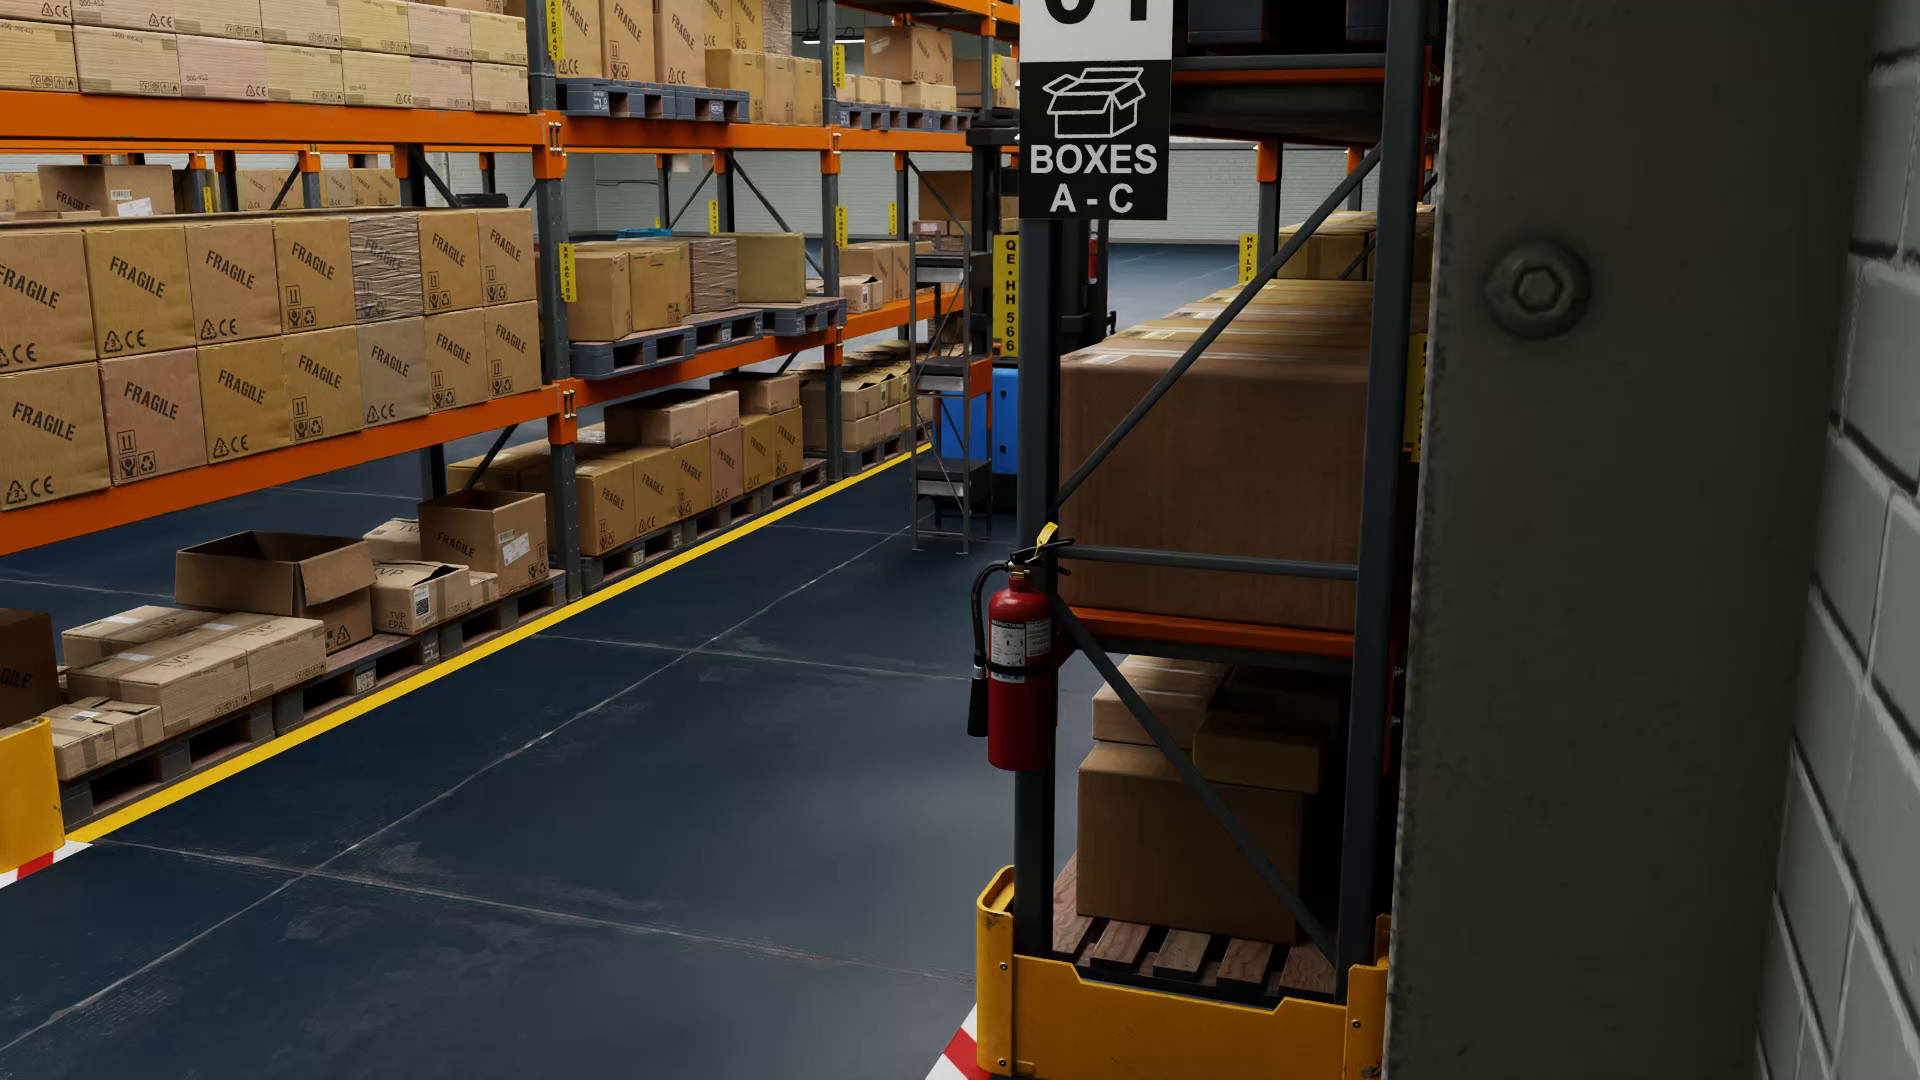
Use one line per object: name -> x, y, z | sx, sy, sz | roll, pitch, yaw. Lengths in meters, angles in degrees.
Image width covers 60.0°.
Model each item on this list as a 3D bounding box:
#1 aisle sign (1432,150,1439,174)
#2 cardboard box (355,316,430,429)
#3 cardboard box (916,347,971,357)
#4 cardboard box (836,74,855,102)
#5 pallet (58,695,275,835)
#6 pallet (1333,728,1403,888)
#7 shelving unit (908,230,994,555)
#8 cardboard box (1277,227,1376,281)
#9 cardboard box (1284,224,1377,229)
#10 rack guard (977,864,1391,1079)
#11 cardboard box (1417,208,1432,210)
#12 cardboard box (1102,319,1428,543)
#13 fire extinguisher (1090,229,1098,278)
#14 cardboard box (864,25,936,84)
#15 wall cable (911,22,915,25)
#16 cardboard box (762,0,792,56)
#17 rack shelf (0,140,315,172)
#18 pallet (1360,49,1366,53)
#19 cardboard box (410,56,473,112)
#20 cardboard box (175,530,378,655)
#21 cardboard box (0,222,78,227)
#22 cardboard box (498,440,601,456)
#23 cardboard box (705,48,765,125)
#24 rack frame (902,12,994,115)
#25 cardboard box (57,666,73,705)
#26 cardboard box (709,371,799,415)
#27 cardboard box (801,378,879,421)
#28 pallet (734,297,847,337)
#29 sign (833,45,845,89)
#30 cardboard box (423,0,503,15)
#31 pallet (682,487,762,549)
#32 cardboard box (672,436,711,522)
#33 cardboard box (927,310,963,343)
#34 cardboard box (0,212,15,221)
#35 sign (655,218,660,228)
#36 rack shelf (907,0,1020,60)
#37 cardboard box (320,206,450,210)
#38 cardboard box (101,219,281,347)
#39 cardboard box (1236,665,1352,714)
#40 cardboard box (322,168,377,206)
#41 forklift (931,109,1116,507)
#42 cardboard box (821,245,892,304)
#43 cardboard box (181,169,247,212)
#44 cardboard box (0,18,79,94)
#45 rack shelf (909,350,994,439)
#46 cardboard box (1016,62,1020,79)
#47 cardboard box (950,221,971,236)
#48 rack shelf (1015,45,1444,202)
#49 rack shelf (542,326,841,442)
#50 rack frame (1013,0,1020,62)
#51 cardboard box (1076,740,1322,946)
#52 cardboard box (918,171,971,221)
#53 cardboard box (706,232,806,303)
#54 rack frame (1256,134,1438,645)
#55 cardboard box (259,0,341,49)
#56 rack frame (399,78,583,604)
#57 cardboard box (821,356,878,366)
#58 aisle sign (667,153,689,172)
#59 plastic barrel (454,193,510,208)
aisle sign -> 5.563, -4.608, 19.088 | 0.394, 0.787, 0.004 | 4, 14, 18
cardboard box -> -2.996, -0.842, 8.202 | 0.500, 0.500, 0.500 | 5, 14, 20
cardboard box -> -0.181, -1.740, 16.336 | 0.500, 0.311, 0.500 | 5, 14, 20
cardboard box -> -1.207, -3.781, 13.957 | 0.500, 0.250, 0.500 | 5, 14, 20
pallet -> -3.760, 0.884, 7.132 | 1.003, 0.211, 1.213 | 4, 14, 18
pallet -> 1.228, 0.994, 6.651 | 1.003, 0.211, 1.213 | 4, 14, 18
shelving unit -> -0.054, -0.989, 11.094 | 0.431, 2.100, 0.503 | 4, 14, 18
cardboard box -> 1.850, -1.464, 8.528 | 0.500, 0.250, 0.500 | 5, 14, 20
cardboard box -> 2.024, -1.570, 8.997 | 0.500, 0.250, 0.500 | 5, 14, 20
rack guard -> 0.639, 1.288, 4.712 | 1.175, 0.500, 0.348 | 4, 14, 18
cardboard box -> 4.886, -3.206, 17.394 | 0.500, 0.500, 0.500 | 5, 14, 20
cardboard box -> 1.027, -0.344, 5.571 | 0.980, 0.700, 0.700 | 4, 14, 18
fire extinguisher -> 1.613, -3.614, 20.747 | 0.296, 0.674, 0.183 | 4, 14, 18
cardboard box -> -0.558, -4.529, 15.549 | 0.500, 0.500, 0.500 | 6, 14, 24
wall cable -> -2.501, -16.100, 54.154 | 2.305, 6.003, 0.169 | 4, 14, 18
cardboard box -> -1.601, -3.883, 12.539 | 0.500, 0.500, 0.500 | 4, 14, 18
rack shelf -> -6.786, -3.024, 12.863 | 1.077, 0.370, 4.000 | 4, 14, 18
pallet -> 1.666, -2.025, 7.071 | 1.003, 0.211, 1.213 | 4, 14, 18
cardboard box -> -2.825, -2.297, 8.398 | 0.500, 0.250, 0.500 | 4, 14, 18
cardboard box -> -3.351, 0.265, 8.200 | 0.797, 0.503, 0.637 | 4, 14, 18
cardboard box -> -3.995, -1.047, 6.857 | 0.500, 0.500, 0.500 | 5, 14, 20
cardboard box -> -2.691, -0.357, 10.934 | 0.500, 0.500, 0.500 | 4, 14, 19
cardboard box -> -1.896, -3.176, 11.687 | 0.910, 0.500, 0.500 | 4, 14, 18
rack frame -> -0.159, -5.743, 16.418 | 1.000, 3.000, 0.127 | 4, 14, 18
cardboard box -> -3.883, 0.664, 7.206 | 0.380, 0.166, 0.250 | 4, 14, 18
cardboard box -> -1.548, -1.111, 12.551 | 0.500, 0.250, 0.500 | 5, 14, 21
cardboard box -> -1.006, -1.202, 13.983 | 0.500, 0.311, 0.500 | 5, 14, 20
pallet -> -1.606, -1.734, 12.769 | 1.213, 0.211, 1.003 | 4, 14, 18
sign -> -0.941, -3.651, 12.831 | 0.100, 0.325, 0.005 | 4, 14, 18
cardboard box -> -2.869, -3.027, 8.789 | 0.700, 0.500, 0.500 | 4, 14, 18
pallet -> -2.127, -0.206, 11.907 | 1.003, 0.211, 1.213 | 4, 14, 18
cardboard box -> -2.030, -0.431, 11.258 | 0.500, 0.500, 0.500 | 5, 14, 19
cardboard box -> -0.043, -2.266, 18.216 | 0.500, 0.500, 0.500 | 4, 14, 18
cardboard box -> -13.641, -4.285, 23.175 | 0.875, 0.550, 0.550 | 4, 14, 18
sign -> -4.070, -4.193, 22.488 | 0.100, 0.325, 0.005 | 4, 14, 18
rack shelf -> 0.488, -5.618, 18.387 | 1.077, 0.370, 4.000 | 4, 14, 18
cardboard box -> -3.166, -1.591, 9.237 | 0.500, 0.500, 0.500 | 5, 14, 20
cardboard box -> -3.320, -1.118, 7.164 | 0.500, 0.500, 0.500 | 5, 14, 19
cardboard box -> 1.172, 0.489, 5.813 | 0.380, 0.149, 0.250 | 4, 14, 19
cardboard box -> -8.338, -4.816, 22.700 | 0.500, 0.500, 0.500 | 4, 14, 18
forklift -> 0.695, -1.939, 13.391 | 1.130, 2.935, 3.031 | 4, 13, 16
cardboard box -> -0.926, -2.379, 14.937 | 0.500, 0.500, 0.500 | 4, 13, 15
cardboard box -> -9.145, -4.290, 20.393 | 0.500, 0.500, 0.500 | 4, 14, 18
cardboard box -> -3.635, -1.770, 6.092 | 0.500, 0.250, 0.500 | 4, 14, 18
rack shelf -> -0.054, -0.976, 11.097 | 0.431, 0.518, 0.480 | 4, 14, 18
cardboard box -> 0.493, -4.941, 18.157 | 0.797, 0.503, 0.637 | 6, 14, 25
cardboard box -> 0.111, -3.226, 17.189 | 0.380, 0.149, 0.250 | 4, 14, 18
rack shelf -> 1.294, -1.468, 6.048 | 1.077, 0.370, 4.000 | 4, 14, 18
rack shelf -> -2.101, -1.204, 11.631 | 1.077, 0.370, 4.000 | 4, 14, 18
rack frame -> 1.135, -6.585, 20.108 | 1.000, 3.000, 0.127 | 4, 14, 18
cardboard box -> 0.778, 0.924, 5.365 | 0.700, 0.500, 0.500 | 4, 14, 18
cardboard box -> -0.022, -3.593, 17.341 | 0.700, 0.500, 0.500 | 4, 14, 19
cardboard box -> -1.551, -2.088, 12.721 | 0.700, 0.500, 0.500 | 0, 13, -1
rack frame -> 1.941, -0.778, 8.146 | 1.000, 3.000, 0.127 | 4, 14, 18
cardboard box -> -3.140, -2.329, 7.417 | 0.500, 0.250, 0.500 | 4, 14, 18
rack frame -> -2.748, -1.134, 9.706 | 1.000, 3.000, 0.127 | 4, 14, 18
cardboard box -> -1.025, -1.563, 15.561 | 0.500, 0.311, 0.500 | 5, 14, 20
aisle sign -> -3.805, -5.321, 22.211 | 0.394, 0.787, 0.004 | 4, 14, 18
plastic barrel -> -5.257, -3.360, 18.335 | 0.600, 0.901, 0.708 | 4, 14, 18
